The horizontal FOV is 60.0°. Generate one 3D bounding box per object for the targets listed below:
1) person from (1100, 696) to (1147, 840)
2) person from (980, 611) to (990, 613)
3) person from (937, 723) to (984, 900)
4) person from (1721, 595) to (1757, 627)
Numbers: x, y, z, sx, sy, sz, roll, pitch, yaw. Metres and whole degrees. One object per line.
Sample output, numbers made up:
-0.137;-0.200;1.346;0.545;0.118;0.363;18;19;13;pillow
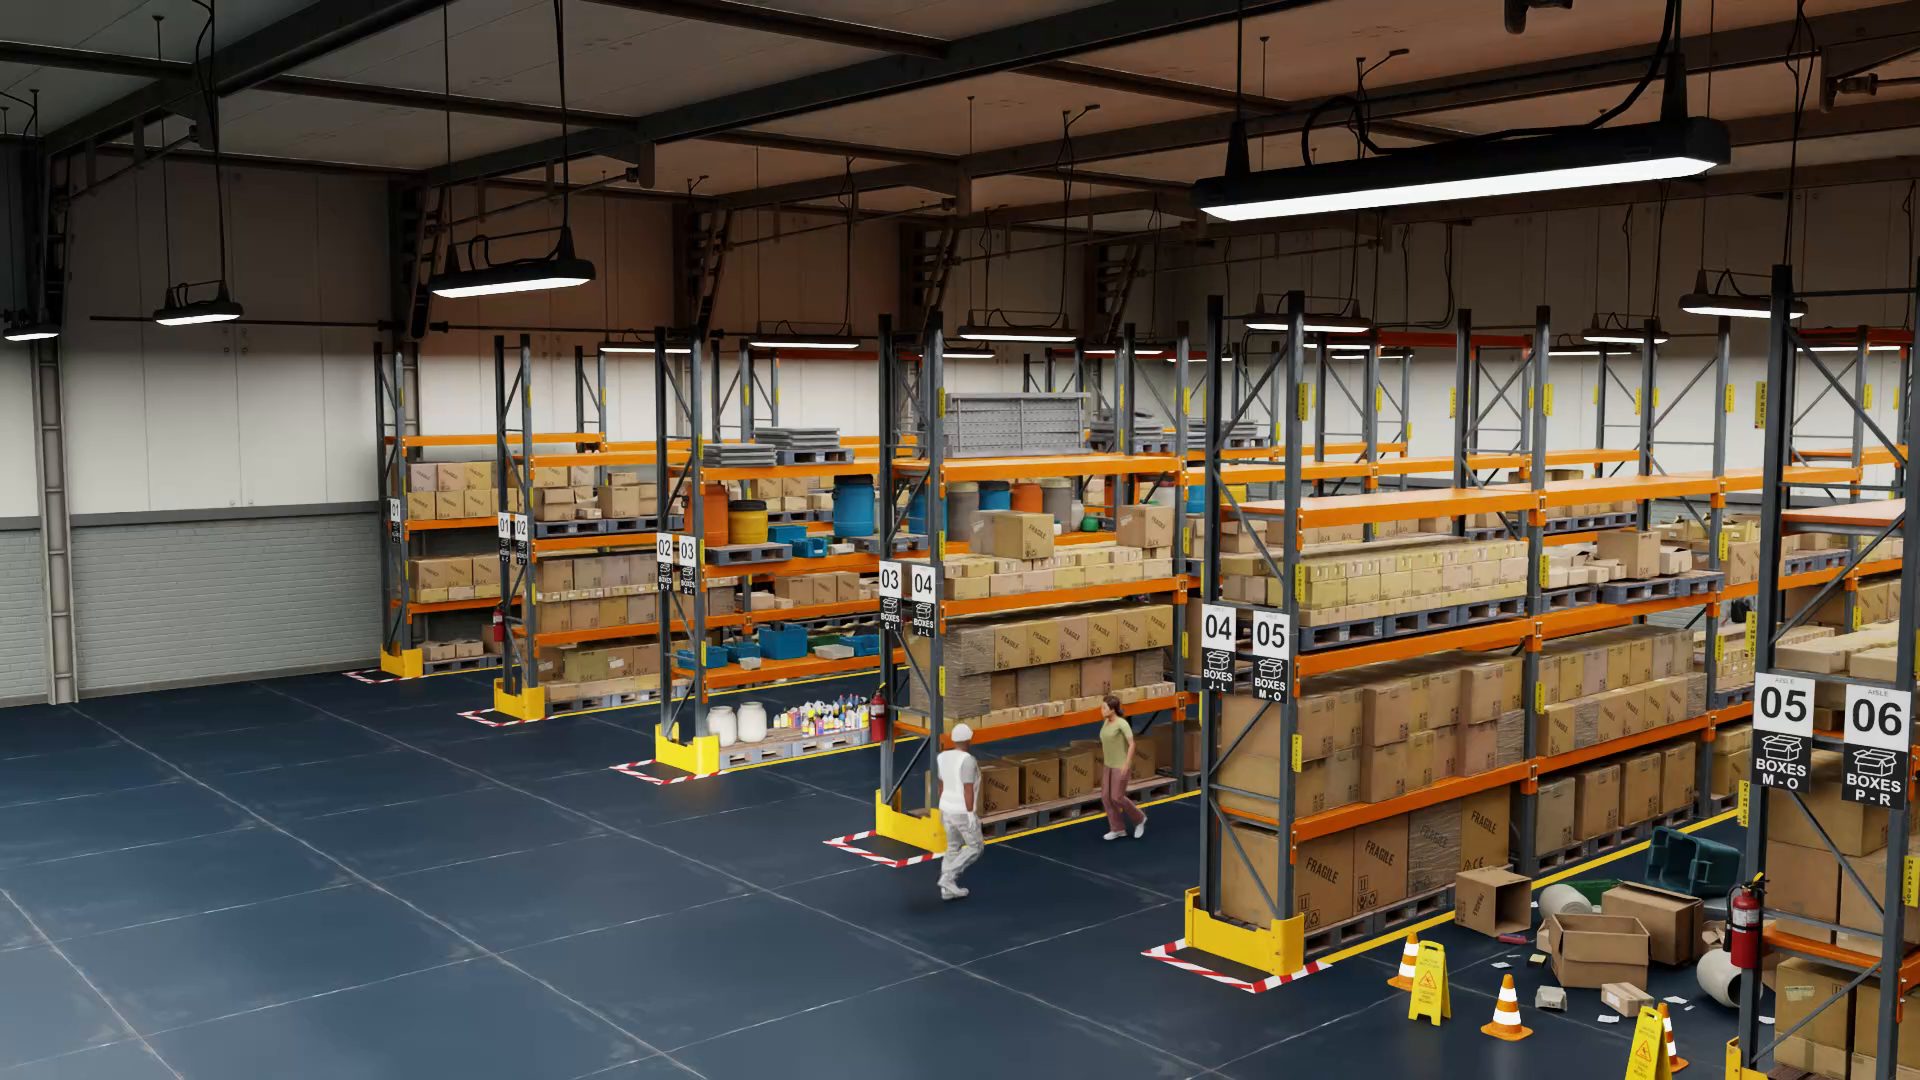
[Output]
1.866;2.605;19.154;0.523;1.654;0.524;-3;6;-31;person
0.469;1.595;28.685;1.036;1.401;0.532;-5;7;-43;person
-0.050;2.747;16.790;0.489;1.774;0.599;-3;6;-28;person
14.410;1.516;30.703;1.096;1.655;0.559;0;5;-5;person
